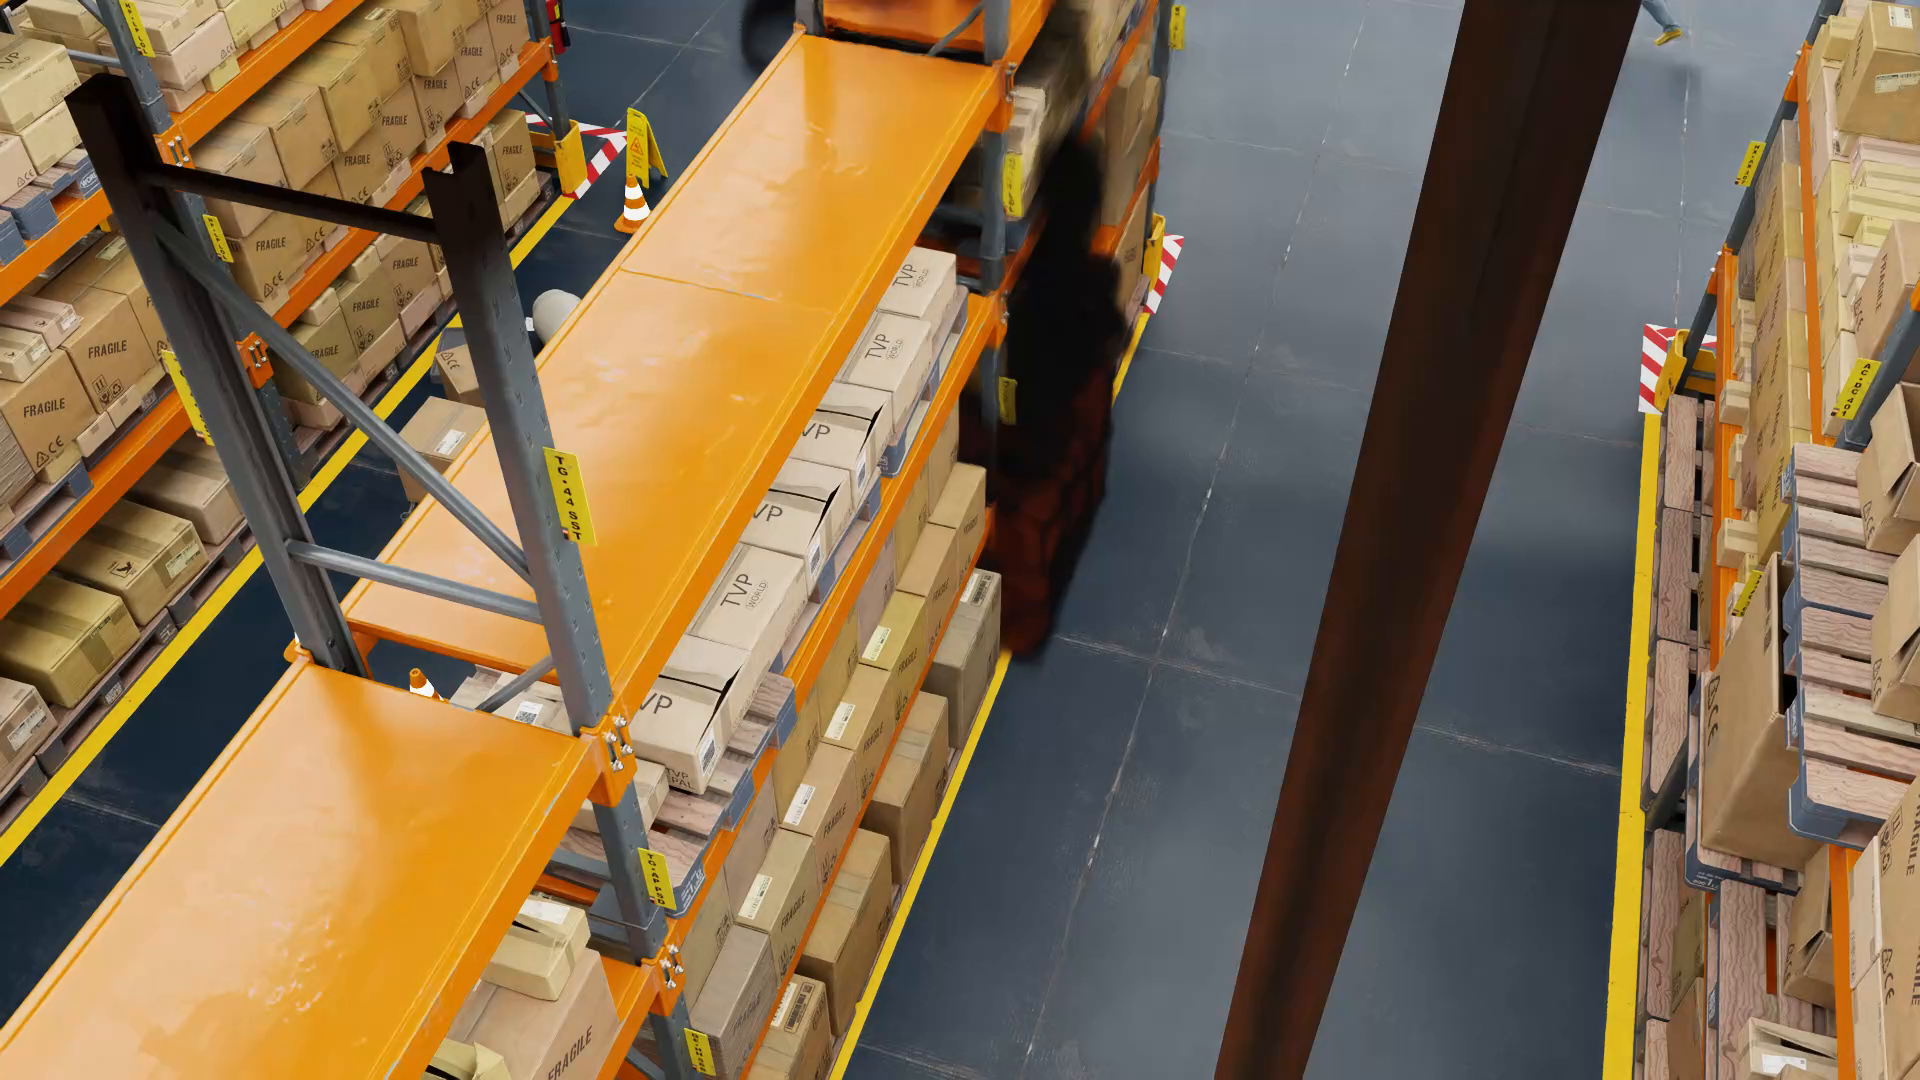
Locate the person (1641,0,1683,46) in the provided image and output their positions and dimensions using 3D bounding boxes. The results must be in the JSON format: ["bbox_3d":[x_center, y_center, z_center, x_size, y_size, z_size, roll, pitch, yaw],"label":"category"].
[{"bbox_3d":[6.296,-5.225,15.021,0.725,1.767,0.800,-35,55,-29],"label":"person"}]
